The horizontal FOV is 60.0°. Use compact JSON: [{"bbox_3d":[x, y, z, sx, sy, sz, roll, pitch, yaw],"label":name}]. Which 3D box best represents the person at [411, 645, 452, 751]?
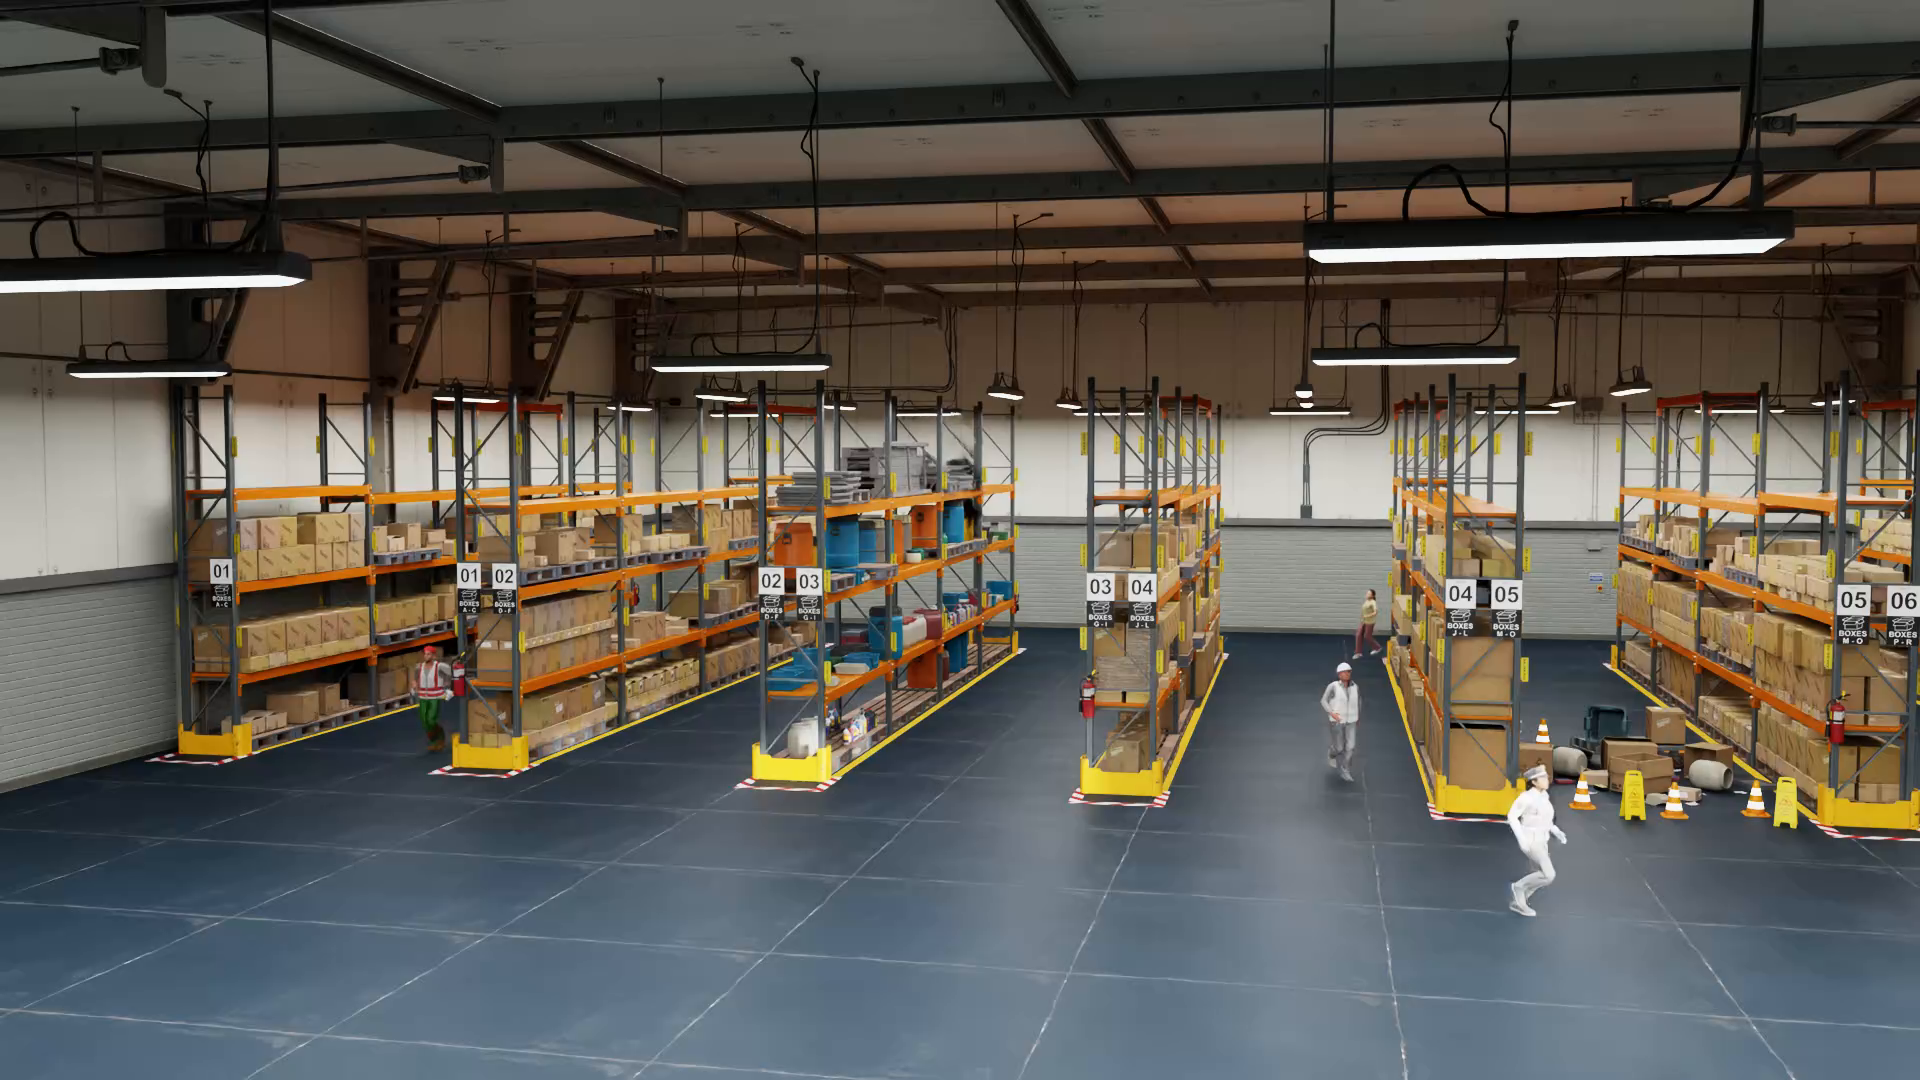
[{"bbox_3d":[-8.644,2.593,27.128,0.699,1.743,0.615,1,3,10],"label":"person"}]

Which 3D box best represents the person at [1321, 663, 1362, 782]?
[{"bbox_3d":[5.790,2.730,25.173,0.667,1.752,0.740,0,3,-5],"label":"person"}]

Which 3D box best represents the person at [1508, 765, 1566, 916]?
[{"bbox_3d":[6.134,3.197,17.681,0.564,1.638,0.565,-3,4,-43],"label":"person"}]

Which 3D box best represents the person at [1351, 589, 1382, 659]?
[{"bbox_3d":[9.701,1.982,39.322,0.820,1.672,0.595,-1,3,-21],"label":"person"}]
